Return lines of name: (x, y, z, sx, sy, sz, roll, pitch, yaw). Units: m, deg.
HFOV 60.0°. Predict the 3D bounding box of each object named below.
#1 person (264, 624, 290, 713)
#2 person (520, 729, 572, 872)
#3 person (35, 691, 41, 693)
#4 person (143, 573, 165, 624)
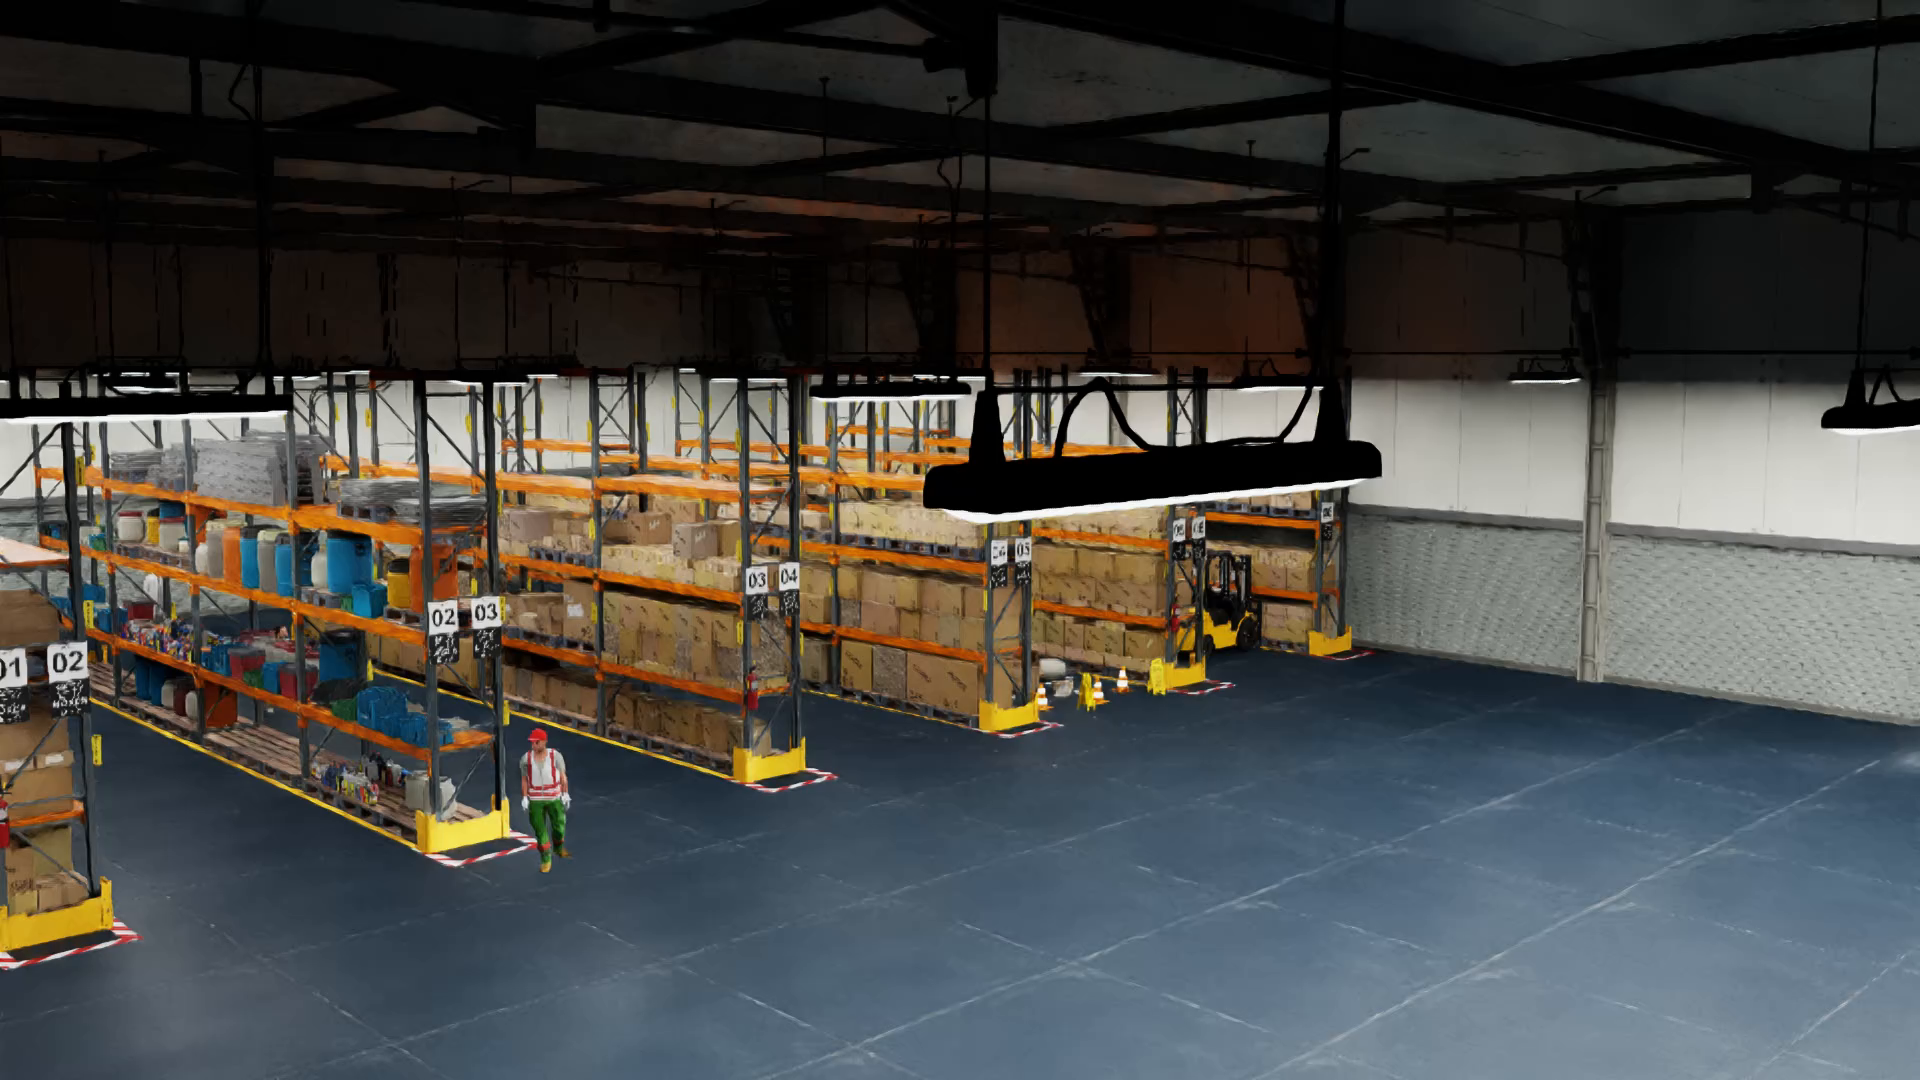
person: (-11.806, 2.255, 28.961, 1.016, 1.604, 0.444, 5, 8, 37)
person: (-5.075, 3.155, 20.390, 0.589, 1.779, 0.577, -1, 7, -8)
person: (-17.163, 2.030, 31.084, 0.477, 1.580, 1.003, -5, 8, -35)
person: (-17.687, 1.329, 36.705, 0.598, 1.698, 1.194, -6, 9, -42)
